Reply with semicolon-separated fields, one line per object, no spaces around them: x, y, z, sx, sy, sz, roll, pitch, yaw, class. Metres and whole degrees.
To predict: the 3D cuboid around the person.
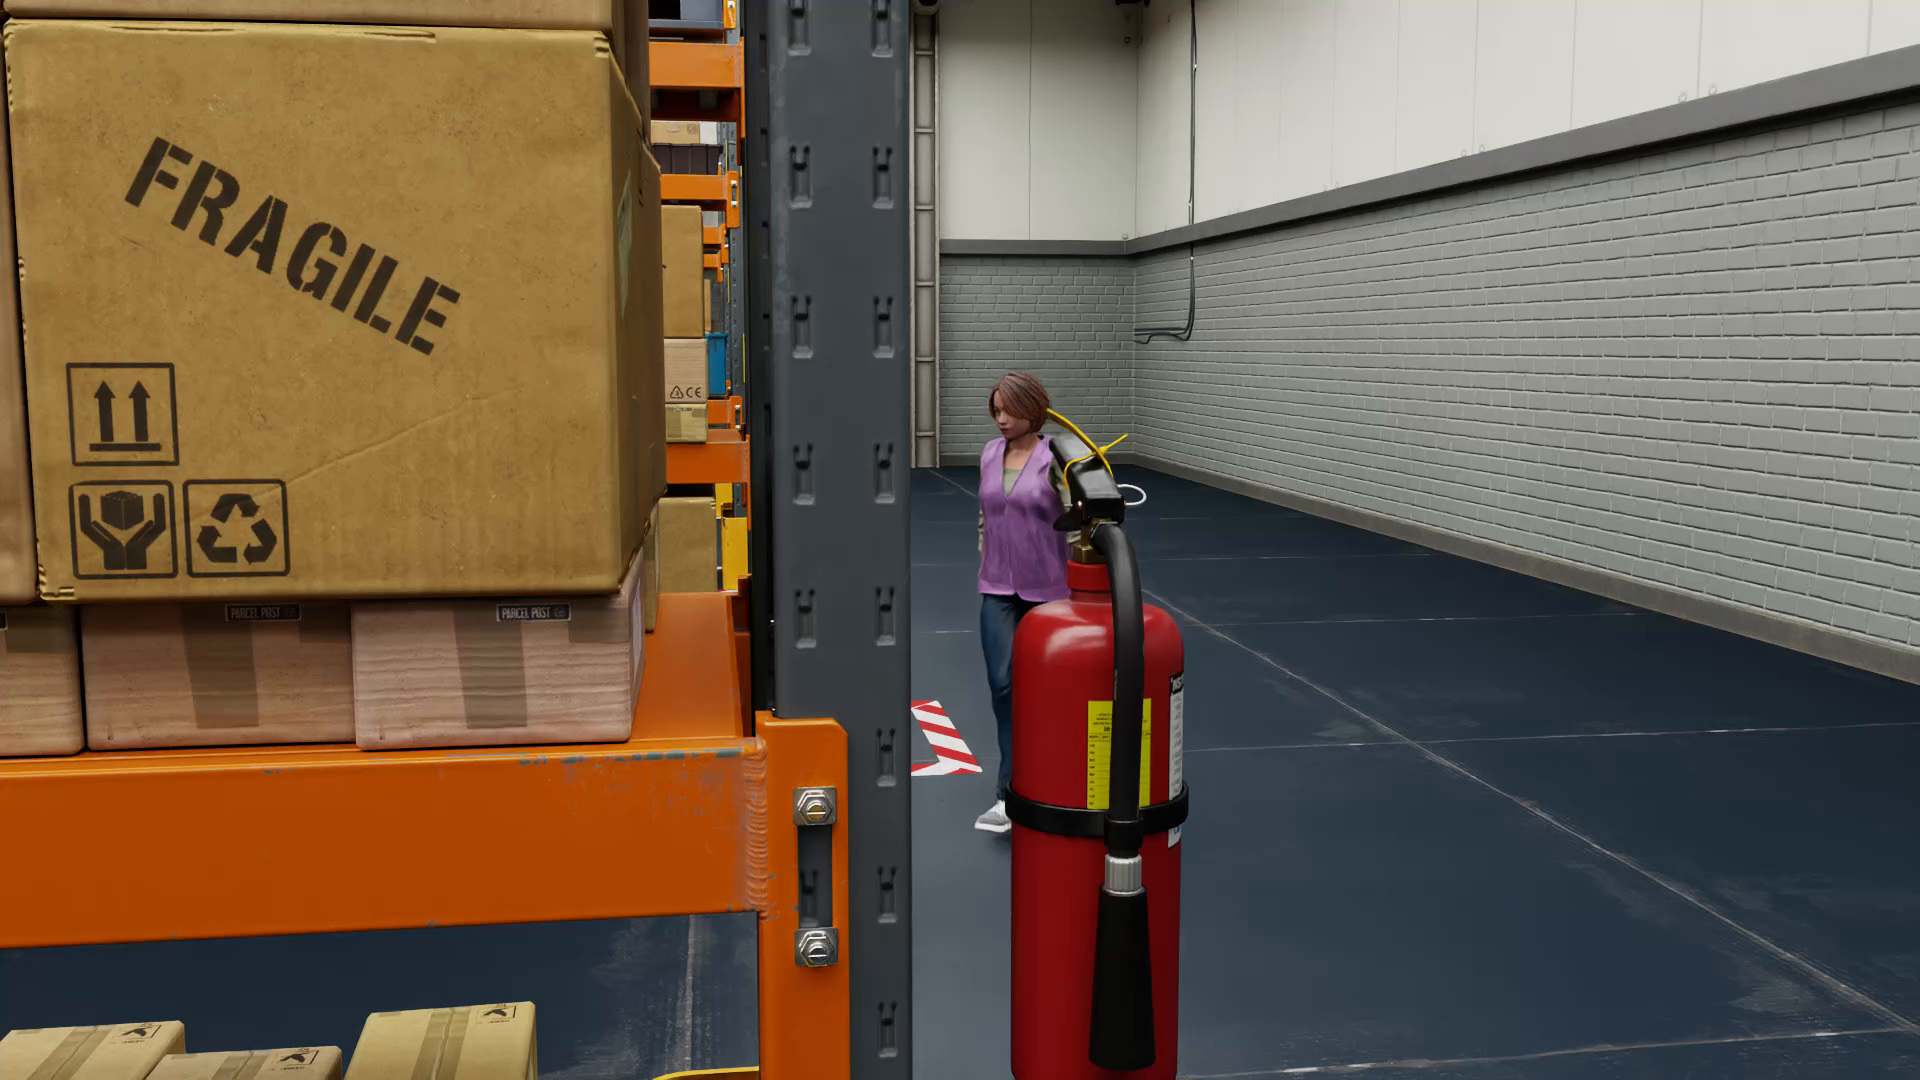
0.276;0.190;5.859;0.494;1.560;0.789;2;7;19;person
